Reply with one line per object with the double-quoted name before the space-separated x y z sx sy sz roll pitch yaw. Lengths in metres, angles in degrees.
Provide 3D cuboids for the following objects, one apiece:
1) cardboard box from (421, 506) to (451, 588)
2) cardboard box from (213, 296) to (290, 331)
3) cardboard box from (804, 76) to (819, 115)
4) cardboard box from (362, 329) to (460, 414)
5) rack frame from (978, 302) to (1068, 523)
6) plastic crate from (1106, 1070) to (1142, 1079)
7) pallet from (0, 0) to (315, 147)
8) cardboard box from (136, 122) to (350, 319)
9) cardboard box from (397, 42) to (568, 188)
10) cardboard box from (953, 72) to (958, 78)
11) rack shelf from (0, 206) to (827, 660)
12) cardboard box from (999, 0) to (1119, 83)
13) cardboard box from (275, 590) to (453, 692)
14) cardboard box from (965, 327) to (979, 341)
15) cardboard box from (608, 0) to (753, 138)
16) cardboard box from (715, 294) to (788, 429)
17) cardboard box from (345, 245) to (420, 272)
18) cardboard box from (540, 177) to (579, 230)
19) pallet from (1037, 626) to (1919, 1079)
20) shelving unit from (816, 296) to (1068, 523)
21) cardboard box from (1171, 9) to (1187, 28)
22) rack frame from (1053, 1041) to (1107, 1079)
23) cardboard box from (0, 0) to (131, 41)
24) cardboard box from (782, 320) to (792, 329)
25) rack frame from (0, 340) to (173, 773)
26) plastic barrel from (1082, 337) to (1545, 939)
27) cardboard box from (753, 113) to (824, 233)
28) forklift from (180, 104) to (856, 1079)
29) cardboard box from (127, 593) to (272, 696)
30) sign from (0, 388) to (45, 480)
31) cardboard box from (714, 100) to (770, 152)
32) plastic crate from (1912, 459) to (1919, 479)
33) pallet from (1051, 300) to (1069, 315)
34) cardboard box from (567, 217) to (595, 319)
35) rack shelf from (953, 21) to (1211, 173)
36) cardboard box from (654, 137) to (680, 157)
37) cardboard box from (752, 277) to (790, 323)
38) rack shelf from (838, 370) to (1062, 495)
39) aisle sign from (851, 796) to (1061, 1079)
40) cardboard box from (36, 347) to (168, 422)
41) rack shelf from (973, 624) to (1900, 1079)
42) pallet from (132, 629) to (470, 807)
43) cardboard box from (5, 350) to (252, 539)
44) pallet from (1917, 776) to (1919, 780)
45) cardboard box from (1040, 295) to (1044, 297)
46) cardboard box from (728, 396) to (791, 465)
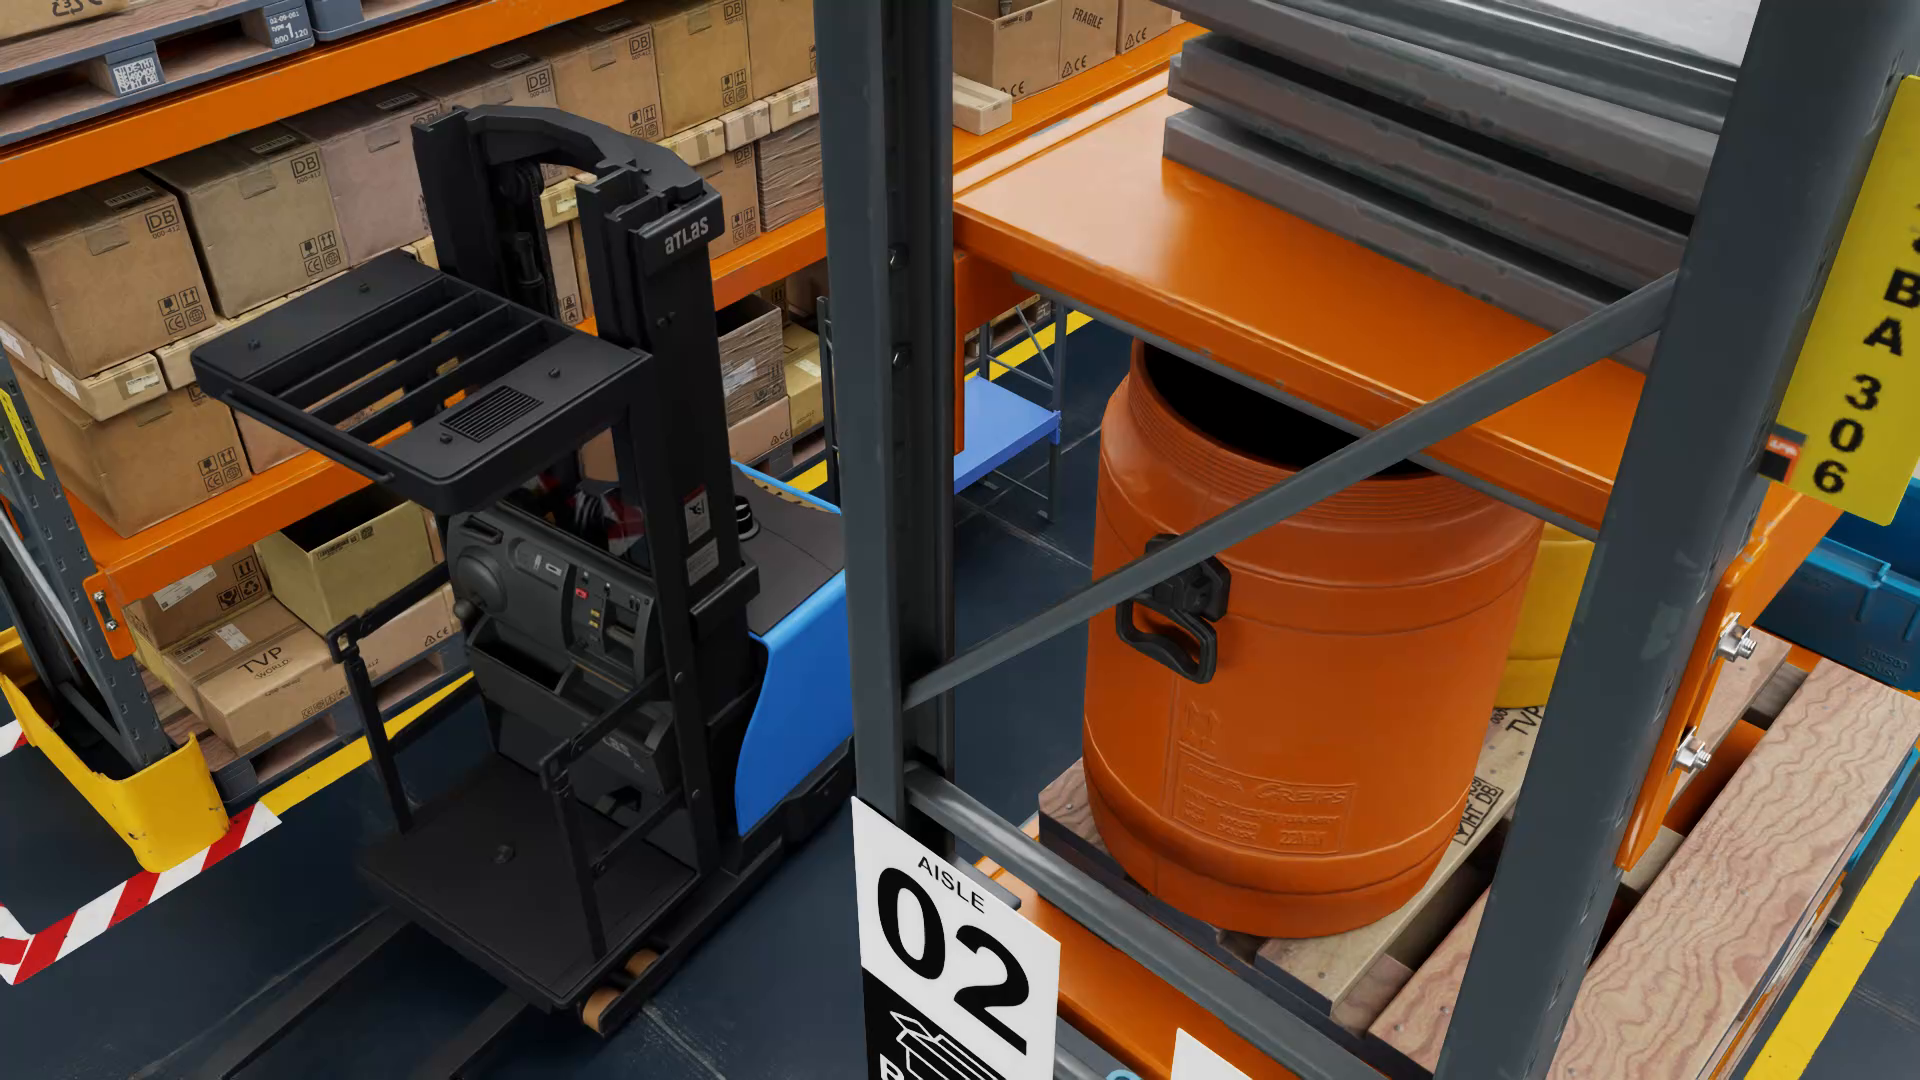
"cardboard box" -2.208 -0.207 7.153 0.500 0.500 0.500 30 47 32
"cardboard box" -2.629 -0.826 6.061 0.380 0.149 0.250 30 47 32
"cardboard box" -0.725 -2.122 7.691 0.380 0.149 0.250 30 47 32
"cardboard box" -2.384 -0.924 6.705 0.700 0.500 0.500 30 47 32
"rack frame" 0.285 -0.781 7.811 0.500 1.500 0.032 30 47 32
"plastic crate" 0.373 1.578 3.759 0.499 0.251 0.616 30 47 32
"pallet" -2.902 -1.660 5.372 1.003 0.211 1.213 30 47 32
"cardboard box" -2.687 -1.231 6.049 0.700 0.500 0.500 28 46 31
"cardboard box" -2.010 -1.693 6.630 0.700 0.500 0.500 30 47 32
"cardboard box" -0.242 -2.473 8.841 0.396 0.266 0.258 28 47 31
"rack shelf" -2.049 -0.844 7.263 1.077 0.370 4.000 30 47 32
"cardboard box" 0.524 -2.902 9.192 0.500 0.500 0.500 30 47 32
"cardboard box" -2.537 0.321 7.092 0.500 0.250 0.500 30 47 32
"cardboard box" -0.244 -1.214 9.022 0.500 0.250 0.500 28 47 31
"cardboard box" -1.334 -2.152 7.207 0.700 0.500 0.500 30 47 32
"cardboard box" -1.197 -0.896 8.020 0.500 0.500 0.500 30 47 32
"cardboard box" -2.279 -1.065 6.361 0.380 0.149 0.250 28 46 31
"cardboard box" -1.759 -1.416 6.803 0.380 0.149 0.250 31 48 33
"pallet" 0.886 0.436 2.817 1.003 0.211 1.213 30 47 32
"shelving unit" -0.058 -0.548 7.517 0.538 1.500 1.048 30 47 32
"cardboard box" 1.180 -3.174 9.817 0.250 0.149 0.380 -30 48 -32
"rack frame" 0.256 1.875 3.266 1.000 3.000 0.127 30 47 32
"cardboard box" -3.007 -1.903 5.073 0.637 0.503 0.797 -31 48 -33
"cardboard box" -1.236 -1.047 8.812 0.500 0.250 0.500 30 47 32
"rack frame" -3.398 -0.207 5.883 1.000 3.000 0.127 30 47 32
"plastic barrel" 0.490 0.092 2.416 0.600 0.830 0.708 30 47 32
"cardboard box" -0.994 -1.877 7.904 0.700 0.500 0.500 28 46 31
"forklift" -1.486 0.242 5.375 1.130 2.935 3.031 24 44 27
"cardboard box" -3.254 0.335 7.074 0.500 0.250 0.500 30 47 32
"sign" -2.992 -0.341 5.293 0.100 0.325 0.005 30 47 32
"cardboard box" -1.068 -1.888 7.397 0.380 0.149 0.250 28 46 31
"plastic crate" 2.170 -0.126 3.584 0.243 0.136 0.396 30 47 32
"pallet" 0.592 -1.871 10.217 1.003 0.211 1.213 30 47 32
"cardboard box" -1.686 -1.403 7.308 0.700 0.500 0.500 30 48 32
"rack shelf" 0.650 -2.682 9.574 1.077 0.370 4.000 30 47 32
"cardboard box" -1.412 -1.656 7.104 0.380 0.149 0.250 29 47 32
"cardboard box" -1.243 -1.344 8.584 0.500 0.500 0.500 30 47 32
"rack shelf" -0.058 -0.407 7.629 0.538 0.185 1.000 30 47 32
"aisle sign" -0.012 0.766 2.572 0.394 0.787 0.004 30 47 32
"cardboard box" -2.974 -0.590 5.763 0.380 0.149 0.250 29 47 32
"rack shelf" 1.605 0.064 3.711 1.077 0.370 4.000 30 47 32
"pallet" -2.913 0.516 7.215 1.003 0.211 1.213 30 47 32
"cardboard box" -3.074 -0.455 6.115 0.700 0.500 0.500 30 47 32
"pallet" 3.456 0.752 6.919 1.003 0.211 1.213 30 47 32
"cardboard box" 0.449 -1.687 9.617 0.500 0.250 0.500 28 46 31
"cardboard box" -1.195 -0.602 8.252 0.500 0.250 0.500 30 47 32
